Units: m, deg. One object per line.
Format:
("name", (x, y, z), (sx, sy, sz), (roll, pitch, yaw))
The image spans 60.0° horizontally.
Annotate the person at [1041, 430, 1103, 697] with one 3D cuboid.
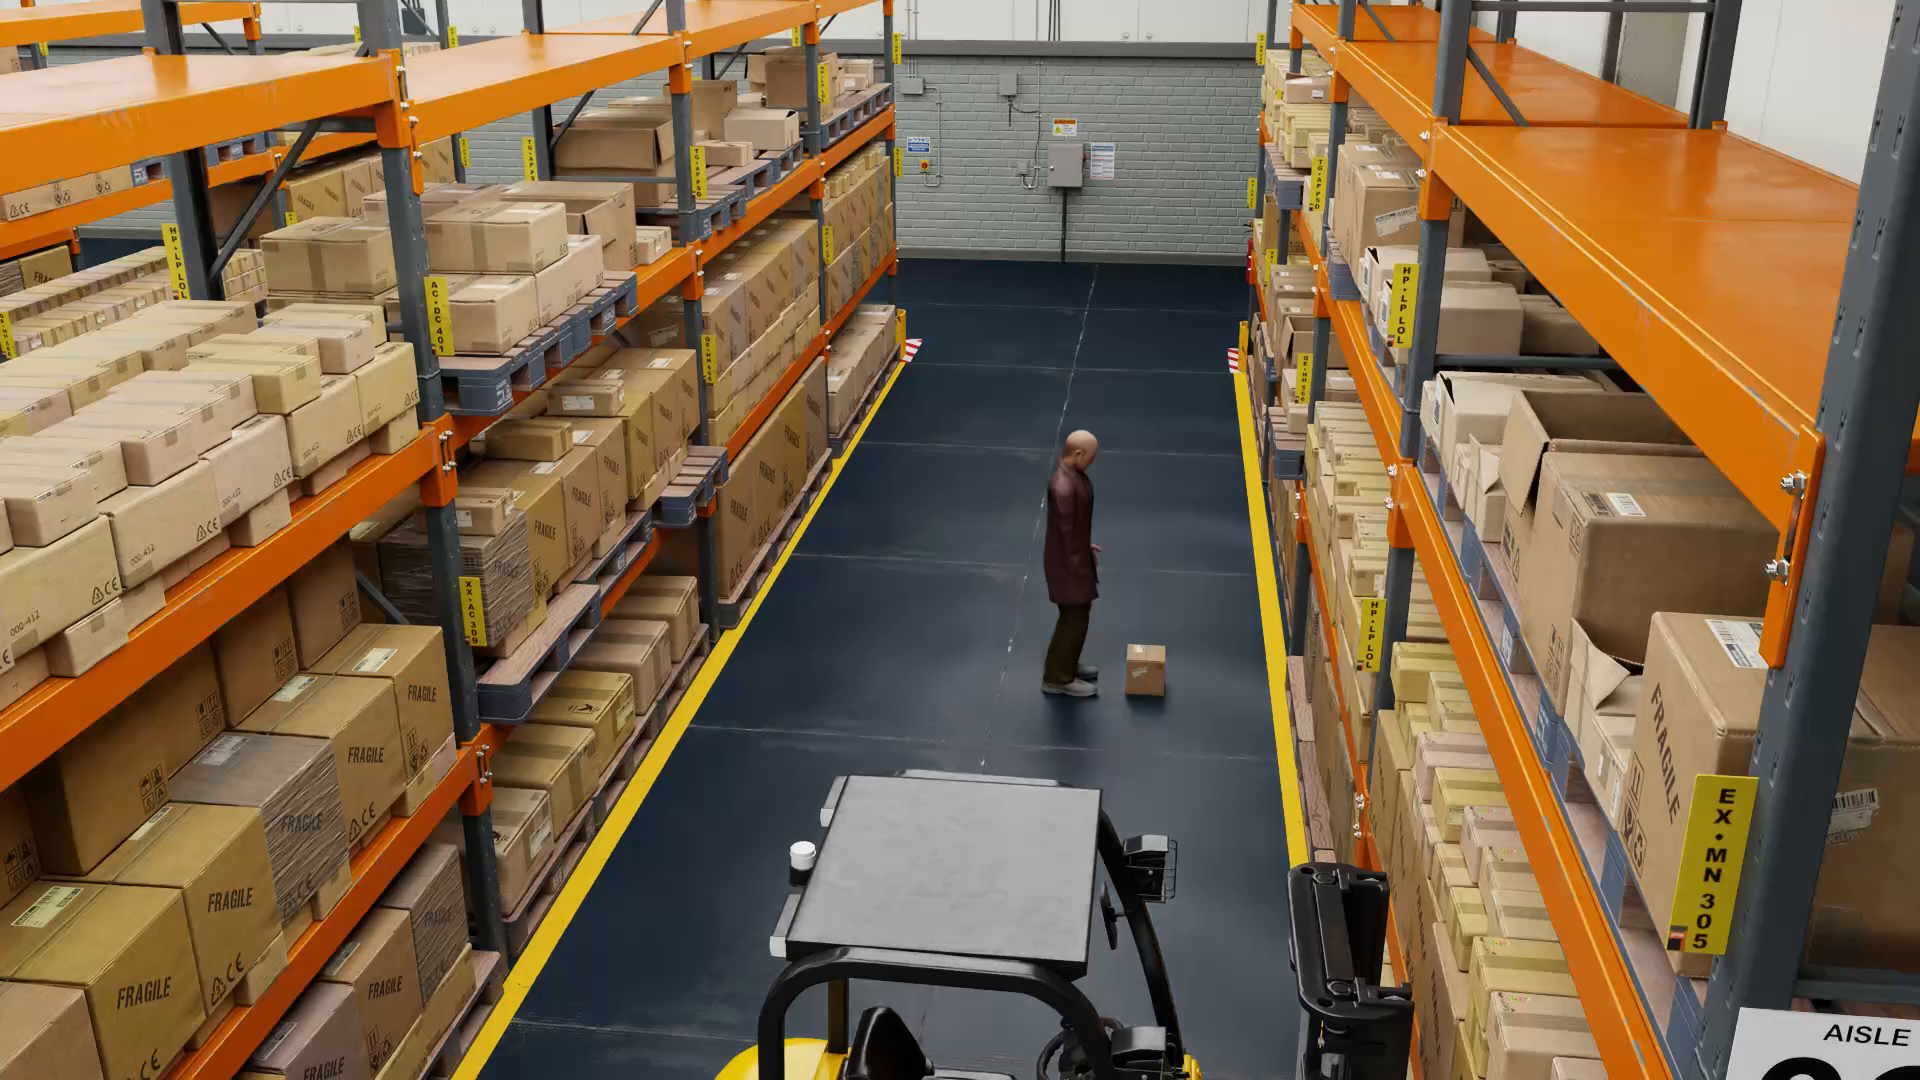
("person", (0.736, 0.133, 10.796), (0.386, 1.756, 0.572), (3, 21, 8))
